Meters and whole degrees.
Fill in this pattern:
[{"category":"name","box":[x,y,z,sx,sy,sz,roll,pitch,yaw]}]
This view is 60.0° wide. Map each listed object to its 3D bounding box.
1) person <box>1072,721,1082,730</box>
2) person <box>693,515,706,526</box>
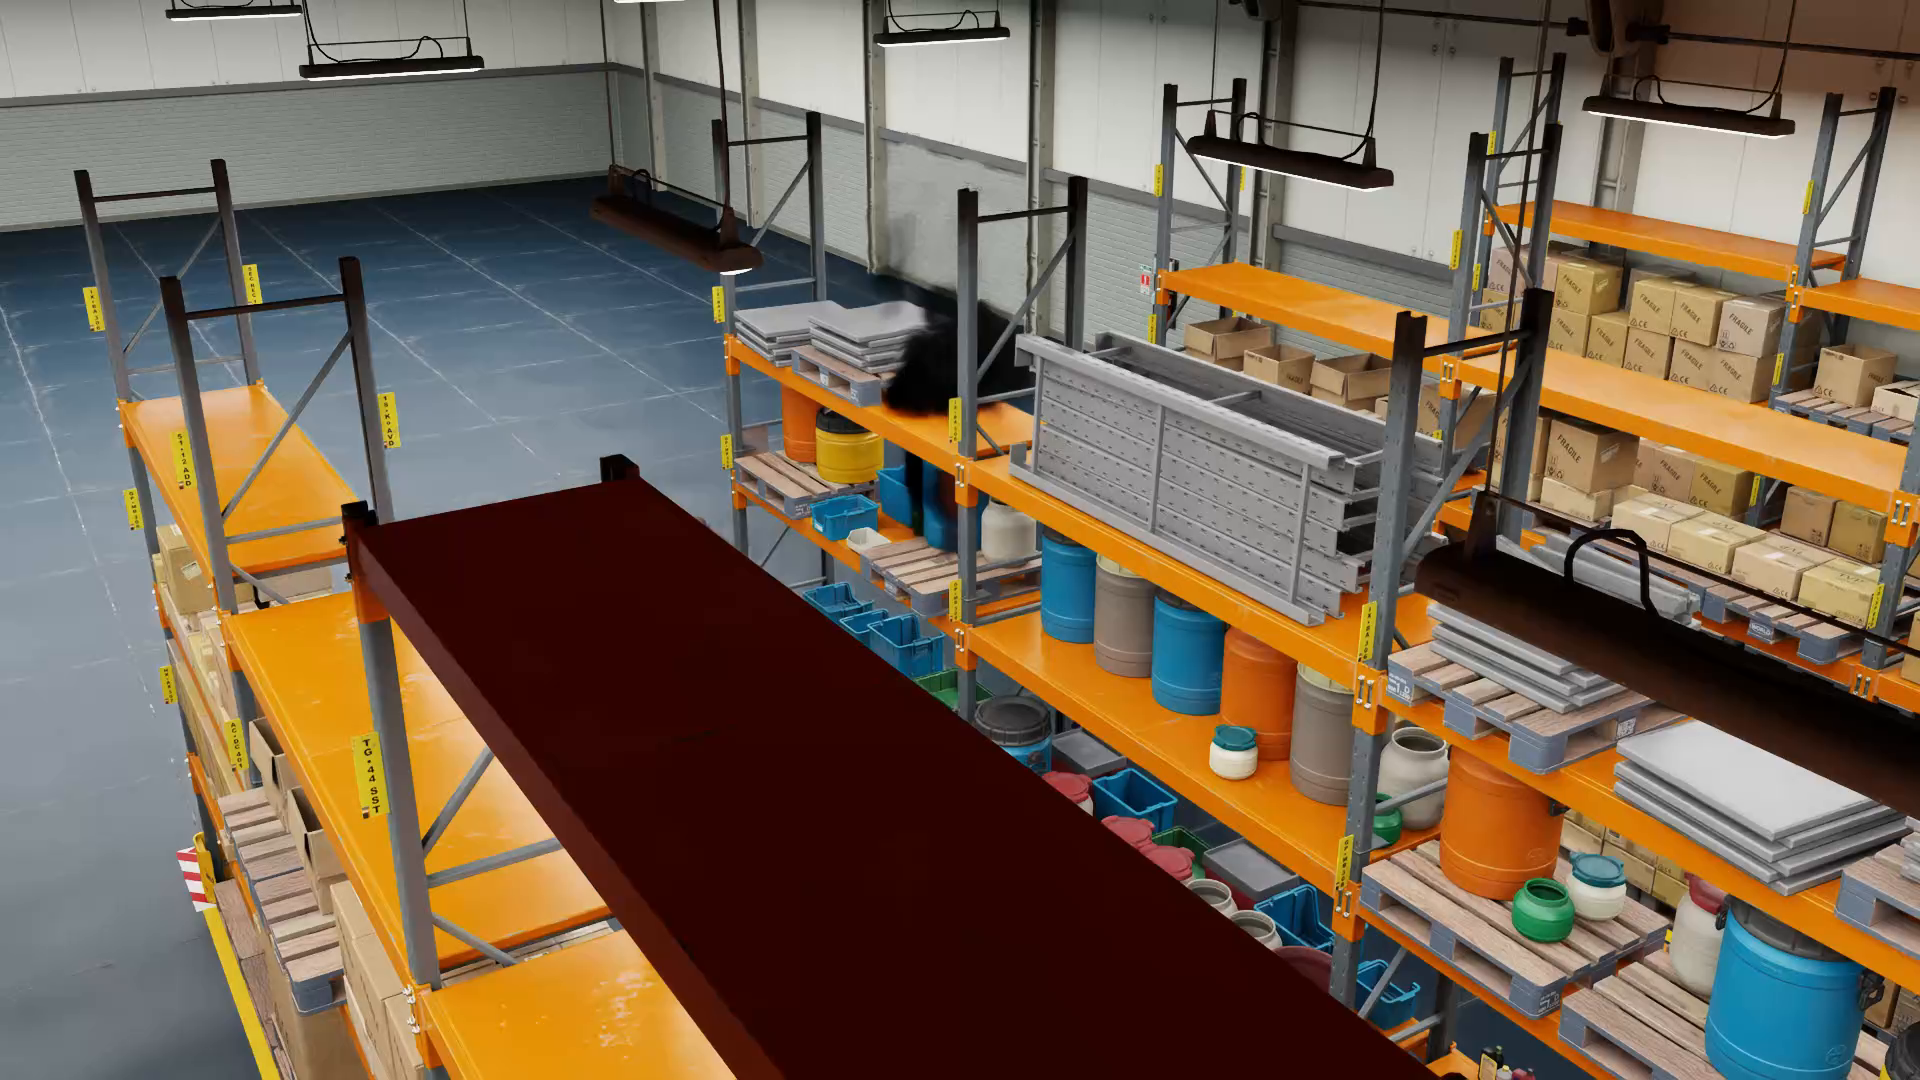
[{"category":"person","box":[1.179,1.438,15.640,0.620,1.613,0.823,-19,29,-39]},{"category":"person","box":[-2.795,0.521,17.768,0.879,1.662,0.579,2,22,5]}]
